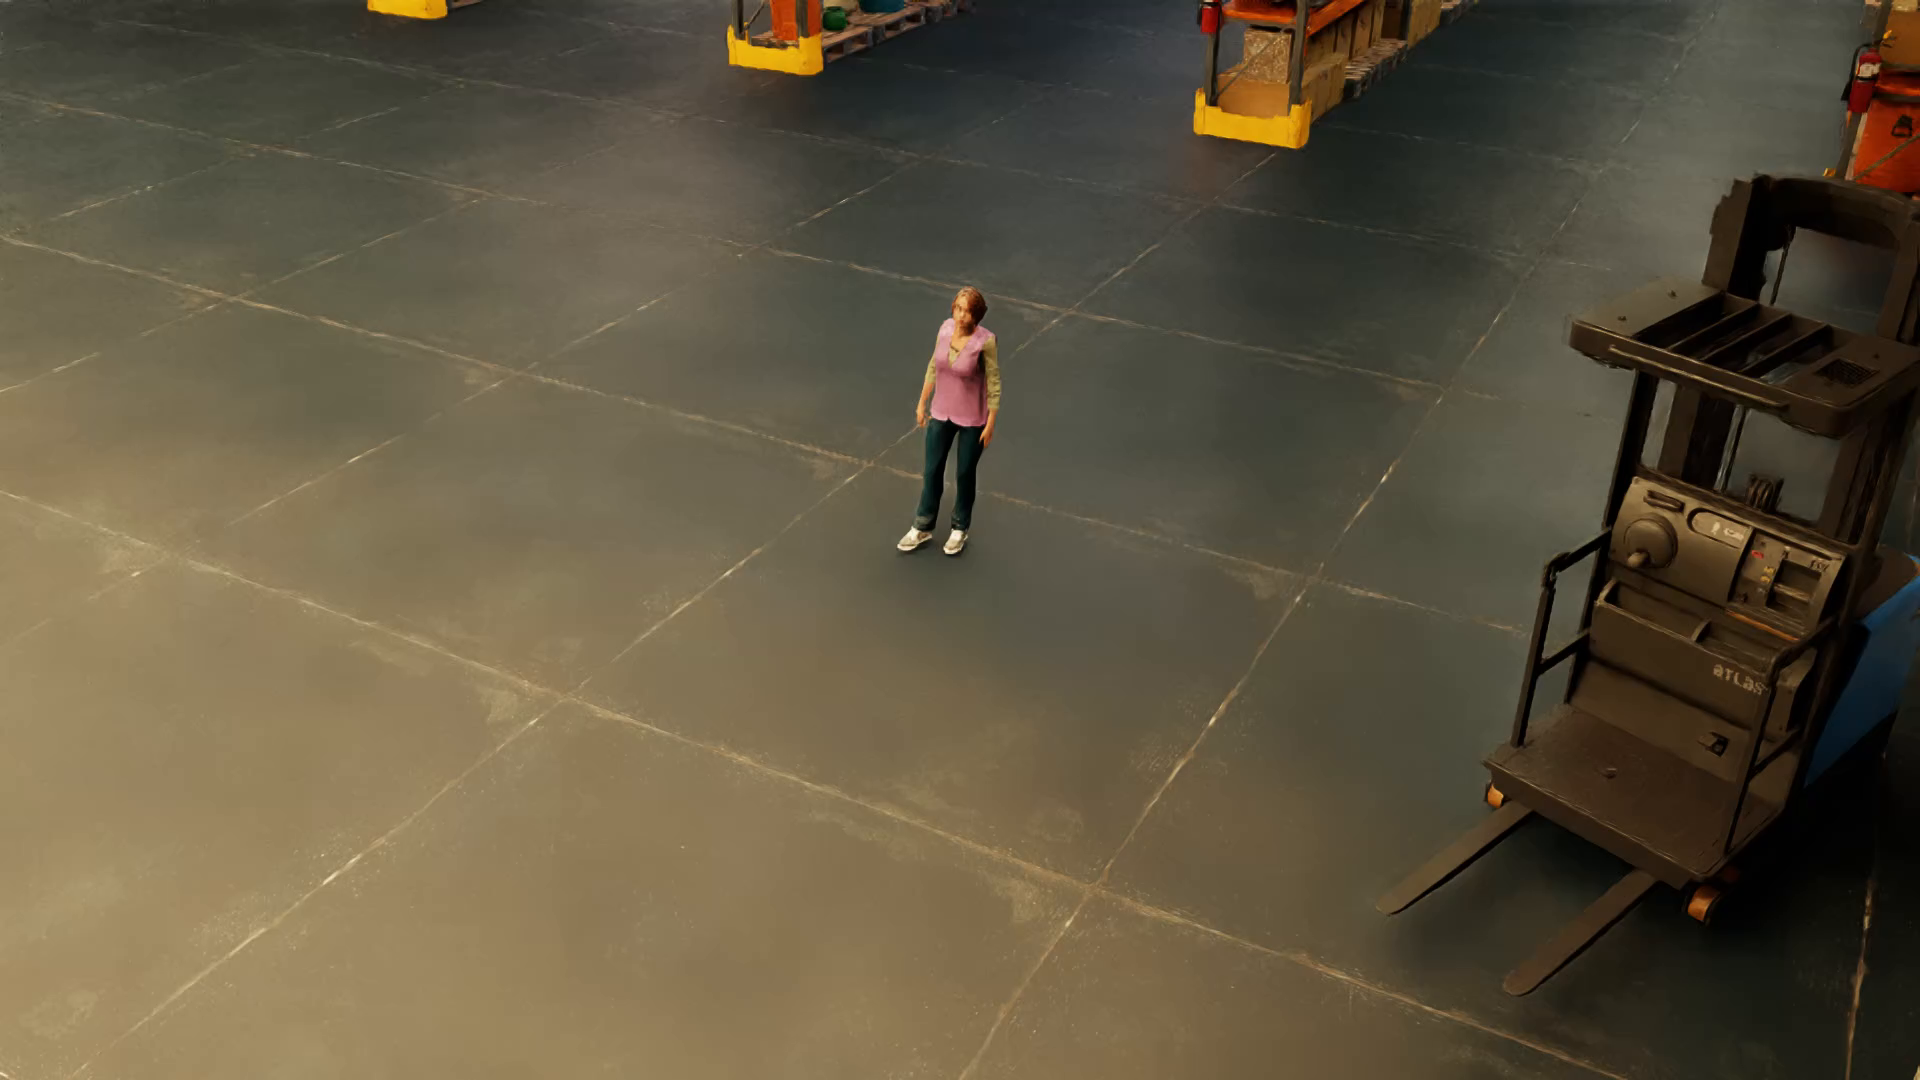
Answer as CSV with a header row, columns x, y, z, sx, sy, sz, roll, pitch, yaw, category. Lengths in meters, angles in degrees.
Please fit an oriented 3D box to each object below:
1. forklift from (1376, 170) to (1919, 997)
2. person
x,y,z,sx,sy,sz,roll,pitch,yaw,category
3.087,0.079,6.933,3.031,2.935,1.130,-24,37,-35,forklift
-0.048,-0.669,9.550,0.520,1.597,0.474,15,33,25,person
